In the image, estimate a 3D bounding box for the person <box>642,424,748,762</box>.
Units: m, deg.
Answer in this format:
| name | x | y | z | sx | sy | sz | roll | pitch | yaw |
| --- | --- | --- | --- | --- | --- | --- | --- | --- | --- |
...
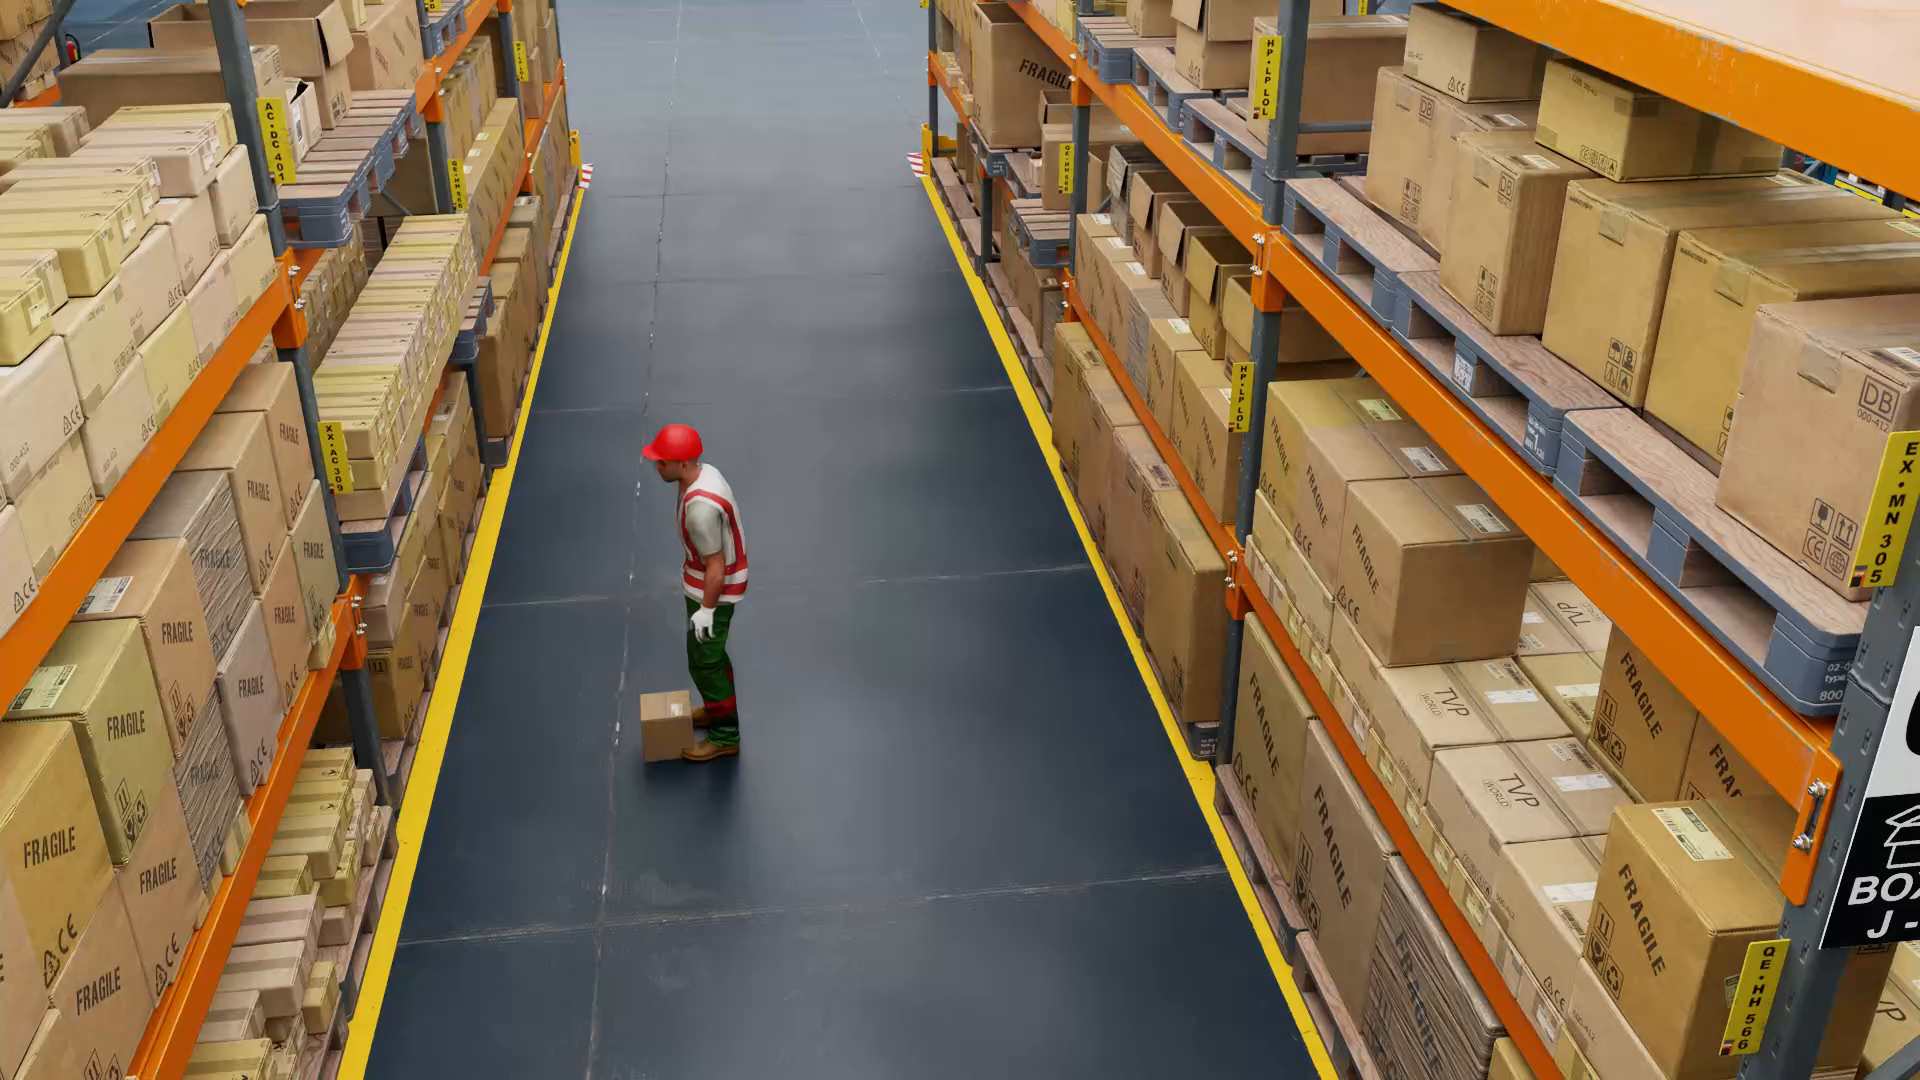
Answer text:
| name | x | y | z | sx | sy | sz | roll | pitch | yaw |
| --- | --- | --- | --- | --- | --- | --- | --- | --- | --- |
| person | -1.260 | 0.244 | 8.122 | 0.454 | 1.777 | 0.605 | -5 | 27 | -9 |
